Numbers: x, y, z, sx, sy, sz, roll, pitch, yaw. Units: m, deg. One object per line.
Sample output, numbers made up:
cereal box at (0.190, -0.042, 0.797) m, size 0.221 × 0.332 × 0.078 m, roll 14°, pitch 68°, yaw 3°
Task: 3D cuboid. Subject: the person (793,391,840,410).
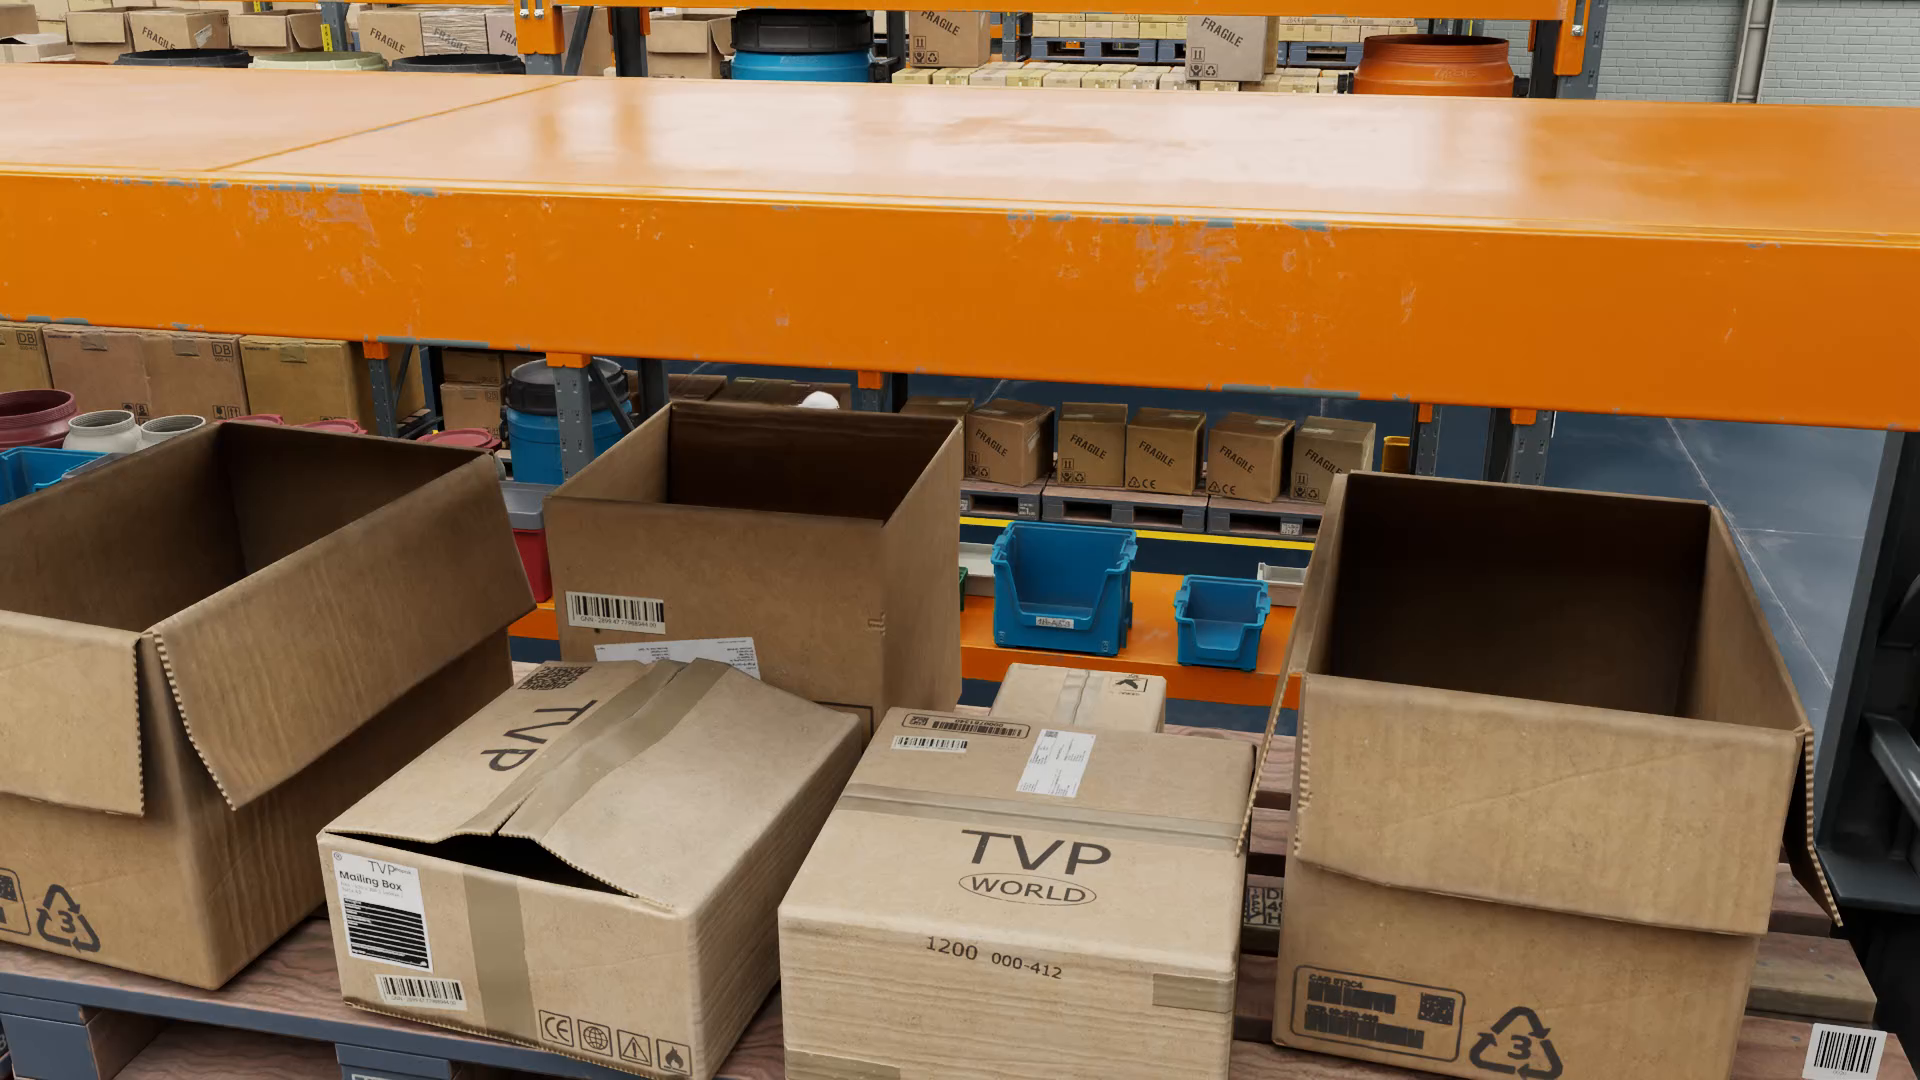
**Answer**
person at (-0.894, 0.002, 9.551) m, size 0.576 × 1.782 × 0.489 m, roll 4°, pitch 22°, yaw 11°
